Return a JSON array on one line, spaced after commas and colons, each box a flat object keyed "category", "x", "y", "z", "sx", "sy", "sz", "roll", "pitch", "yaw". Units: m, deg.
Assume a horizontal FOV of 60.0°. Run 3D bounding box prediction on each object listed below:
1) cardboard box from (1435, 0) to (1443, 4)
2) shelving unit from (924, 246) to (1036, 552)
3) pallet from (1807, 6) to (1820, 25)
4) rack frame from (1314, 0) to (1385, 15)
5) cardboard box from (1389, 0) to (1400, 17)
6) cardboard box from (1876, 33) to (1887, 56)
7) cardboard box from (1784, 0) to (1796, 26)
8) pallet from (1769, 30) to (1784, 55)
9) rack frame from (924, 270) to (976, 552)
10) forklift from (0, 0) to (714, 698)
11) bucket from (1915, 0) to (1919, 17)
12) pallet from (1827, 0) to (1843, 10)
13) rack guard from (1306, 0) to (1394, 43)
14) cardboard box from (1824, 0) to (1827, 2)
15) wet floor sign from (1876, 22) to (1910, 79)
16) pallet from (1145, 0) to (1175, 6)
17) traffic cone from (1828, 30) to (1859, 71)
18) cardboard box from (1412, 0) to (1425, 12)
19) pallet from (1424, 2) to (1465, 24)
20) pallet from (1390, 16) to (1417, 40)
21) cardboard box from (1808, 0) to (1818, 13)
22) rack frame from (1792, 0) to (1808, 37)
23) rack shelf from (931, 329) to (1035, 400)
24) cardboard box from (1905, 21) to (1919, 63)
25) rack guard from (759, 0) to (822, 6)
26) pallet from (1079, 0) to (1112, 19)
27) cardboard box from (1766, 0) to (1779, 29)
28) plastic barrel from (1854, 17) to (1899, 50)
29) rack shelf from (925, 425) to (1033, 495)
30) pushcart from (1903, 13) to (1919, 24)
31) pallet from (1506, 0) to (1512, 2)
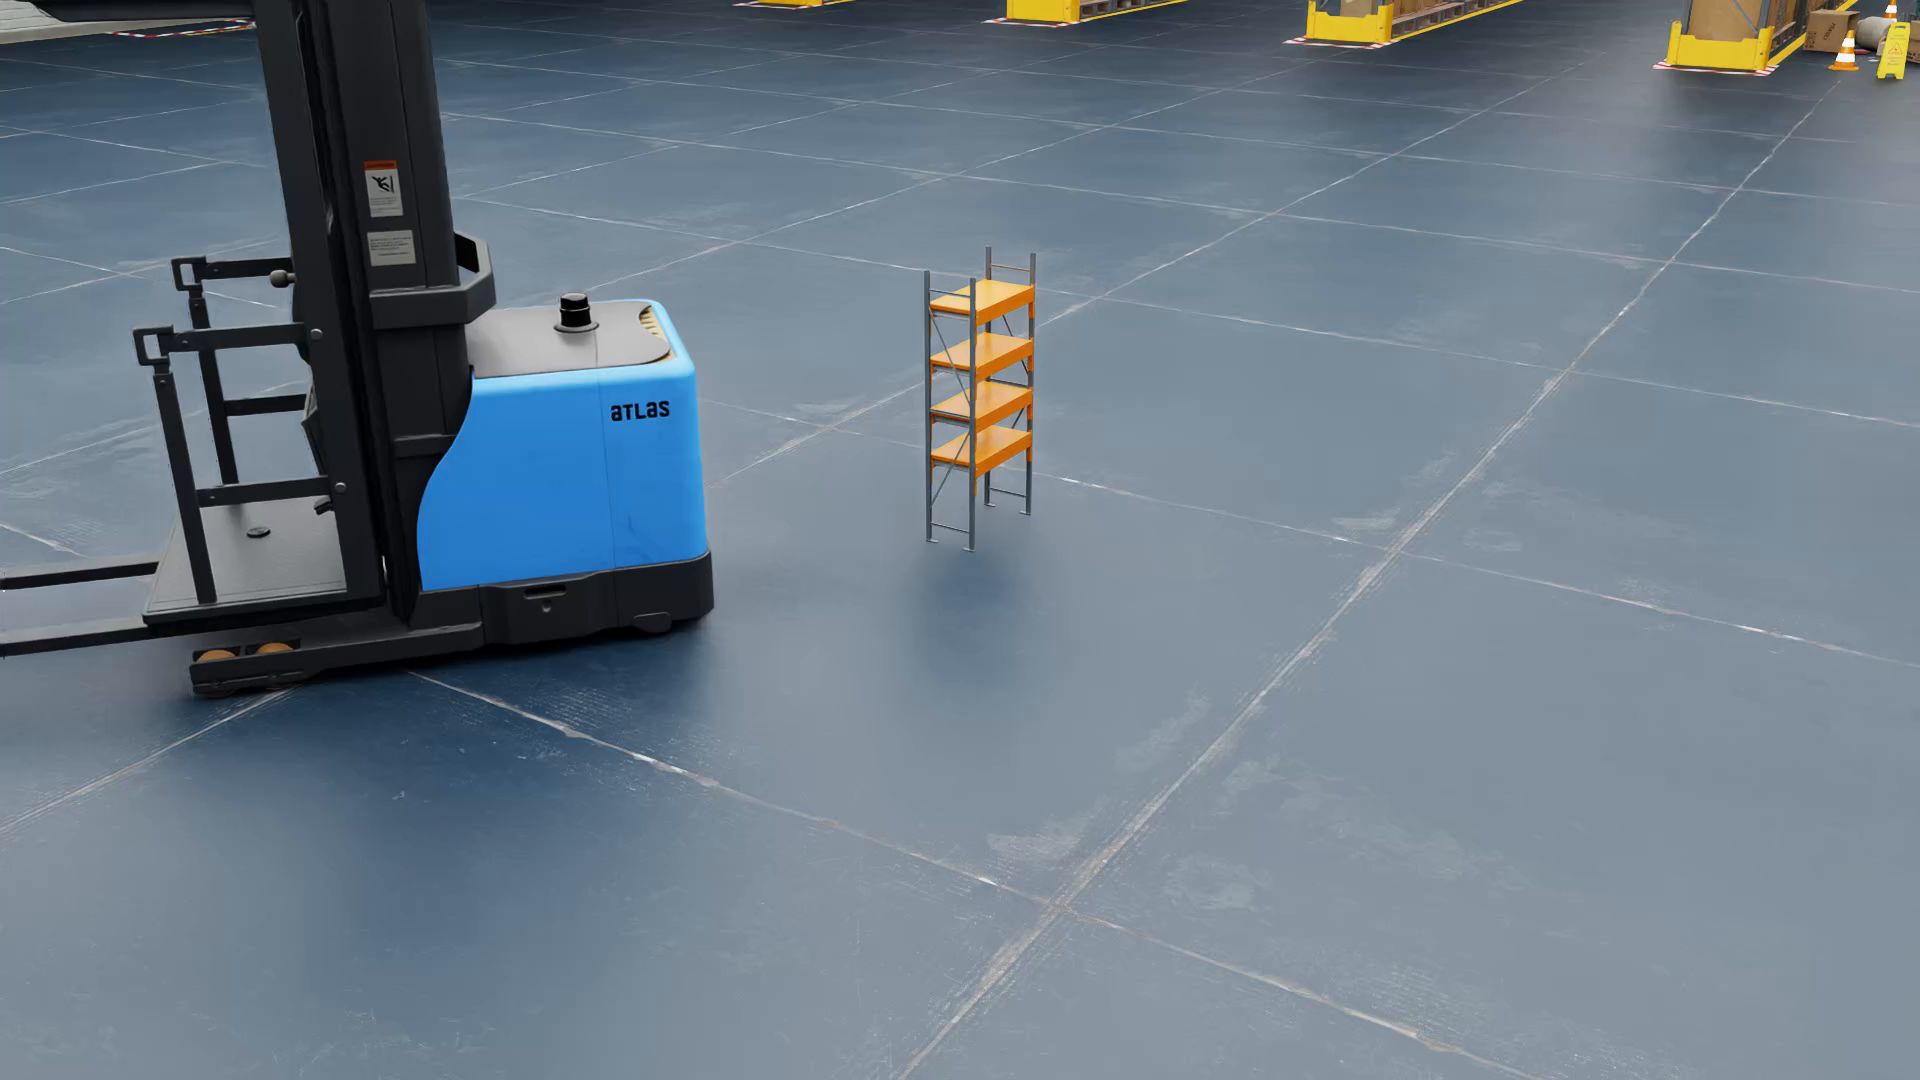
[{"category": "cardboard box", "x": 7.378, "y": -8.790, "z": 26.396, "sx": 0.500, "sy": 0.500, "sz": 0.500, "roll": 13, "pitch": 27, "yaw": 27}, {"category": "shelving unit", "x": 0.087, "y": -0.606, "z": 7.141, "sx": 0.258, "sy": 1.200, "sz": 0.503, "roll": 14, "pitch": 27, "yaw": 29}, {"category": "pallet", "x": 12.769, "y": -8.207, "z": 25.943, "sx": 1.003, "sy": 0.211, "sz": 1.213, "roll": 14, "pitch": 27, "yaw": 29}, {"category": "rack frame", "x": 5.513, "y": -8.521, "z": 23.157, "sx": 1.000, "sy": 3.000, "sz": 0.127, "roll": 14, "pitch": 27, "yaw": 29}, {"category": "cardboard box", "x": 6.143, "y": -7.983, "z": 24.532, "sx": 0.500, "sy": 0.500, "sz": 0.500, "roll": -20, "pitch": 31, "yaw": -39}, {"category": "cardboard box", "x": 12.442, "y": -6.577, "z": 22.107, "sx": 0.396, "sy": 0.266, "sz": 0.258, "roll": 20, "pitch": 30, "yaw": 38}, {"category": "cardboard box", "x": 11.392, "y": -7.817, "z": 23.678, "sx": 0.875, "sy": 0.875, "sz": 0.875, "roll": 14, "pitch": 27, "yaw": 30}, {"category": "pallet", "x": 10.673, "y": -6.864, "z": 22.840, "sx": 1.003, "sy": 0.211, "sz": 1.213, "roll": 14, "pitch": 27, "yaw": 29}, {"category": "rack frame", "x": -0.041, "y": -0.524, "z": 6.950, "sx": 0.240, "sy": 1.200, "sz": 0.015, "roll": 14, "pitch": 27, "yaw": 29}, {"category": "forklift", "x": -2.532, "y": -1.016, "z": 5.907, "sx": 3.031, "sy": 2.935, "sz": 1.130, "roll": -7, "pitch": 24, "yaw": -15}, {"category": "bucket", "x": 13.671, "y": -7.464, "z": 22.922, "sx": 0.620, "sy": 0.611, "sz": 0.726, "roll": -6, "pitch": 22, "yaw": -39}, {"category": "pallet", "x": 14.307, "y": -9.131, "z": 28.077, "sx": 1.003, "sy": 0.211, "sz": 1.213, "roll": 14, "pitch": 27, "yaw": 29}, {"category": "rack guard", "x": 5.553, "y": -7.399, "z": 23.713, "sx": 1.175, "sy": 0.500, "sz": 0.348, "roll": 14, "pitch": 27, "yaw": 29}, {"category": "cardboard box", "x": 13.496, "y": -9.121, "z": 26.847, "sx": 1.050, "sy": 0.750, "sz": 0.750, "roll": 13, "pitch": 27, "yaw": 28}, {"category": "wet floor sign", "x": 11.341, "y": -5.942, "z": 20.164, "sx": 0.267, "sy": 0.644, "sz": 0.232, "roll": 9, "pitch": 25, "yaw": 20}, {"category": "pallet", "x": 3.026, "y": -9.411, "z": 28.724, "sx": 1.003, "sy": 0.211, "sz": 1.213, "roll": 14, "pitch": 27, "yaw": 29}, {"category": "traffic cone", "x": 11.160, "y": -6.165, "z": 20.908, "sx": 0.336, "sy": 0.463, "sz": 0.334, "roll": 14, "pitch": 27, "yaw": 29}, {"category": "cardboard box", "x": 6.822, "y": -8.369, "z": 25.424, "sx": 0.500, "sy": 0.500, "sz": 0.500, "roll": 11, "pitch": 26, "yaw": 24}, {"category": "pallet", "x": 7.299, "y": -8.357, "z": 26.289, "sx": 1.003, "sy": 0.211, "sz": 1.213, "roll": 14, "pitch": 27, "yaw": 29}, {"category": "pallet", "x": 6.012, "y": -7.534, "z": 24.387, "sx": 1.003, "sy": 0.211, "sz": 1.213, "roll": 14, "pitch": 27, "yaw": 29}, {"category": "cardboard box", "x": 12.547, "y": -8.511, "z": 25.437, "sx": 1.050, "sy": 0.750, "sz": 0.750, "roll": 14, "pitch": 27, "yaw": 29}, {"category": "rack frame", "x": 11.784, "y": -8.797, "z": 23.796, "sx": 1.000, "sy": 3.000, "sz": 0.127, "roll": 14, "pitch": 27, "yaw": 29}, {"category": "rack shelf", "x": 0.087, "y": -0.750, "z": 7.079, "sx": 0.258, "sy": 0.148, "sz": 0.480, "roll": 14, "pitch": 27, "yaw": 29}, {"category": "cardboard box", "x": 12.708, "y": -6.422, "z": 21.451, "sx": 0.797, "sy": 0.503, "sz": 0.637, "roll": -3, "pitch": 24, "yaw": -7}, {"category": "rack guard", "x": -2.913, "y": -9.443, "z": 28.433, "sx": 1.175, "sy": 0.500, "sz": 0.348, "roll": 14, "pitch": 27, "yaw": 29}, {"category": "pallet", "x": 1.739, "y": -8.588, "z": 26.822, "sx": 1.003, "sy": 0.211, "sz": 1.213, "roll": 14, "pitch": 27, "yaw": 29}, {"category": "cardboard box", "x": 10.438, "y": -7.205, "z": 22.264, "sx": 0.875, "sy": 0.875, "sz": 0.875, "roll": 13, "pitch": 27, "yaw": 28}, {"category": "plastic barrel", "x": 12.488, "y": -6.911, "z": 22.681, "sx": 0.421, "sy": 0.421, "sz": 0.512, "roll": -7, "pitch": 24, "yaw": -17}, {"category": "rack shelf", "x": 0.087, "y": -0.363, "z": 7.246, "sx": 0.258, "sy": 0.148, "sz": 0.480, "roll": 14, "pitch": 27, "yaw": 29}, {"category": "pushcart", "x": 14.079, "y": -7.052, "z": 23.064, "sx": 1.648, "sy": 0.377, "sz": 0.936, "roll": 5, "pitch": 24, "yaw": 11}, {"category": "pallet", "x": 9.320, "y": -9.678, "z": 29.340, "sx": 1.003, "sy": 0.211, "sz": 1.213, "roll": 14, "pitch": 27, "yaw": 29}]
